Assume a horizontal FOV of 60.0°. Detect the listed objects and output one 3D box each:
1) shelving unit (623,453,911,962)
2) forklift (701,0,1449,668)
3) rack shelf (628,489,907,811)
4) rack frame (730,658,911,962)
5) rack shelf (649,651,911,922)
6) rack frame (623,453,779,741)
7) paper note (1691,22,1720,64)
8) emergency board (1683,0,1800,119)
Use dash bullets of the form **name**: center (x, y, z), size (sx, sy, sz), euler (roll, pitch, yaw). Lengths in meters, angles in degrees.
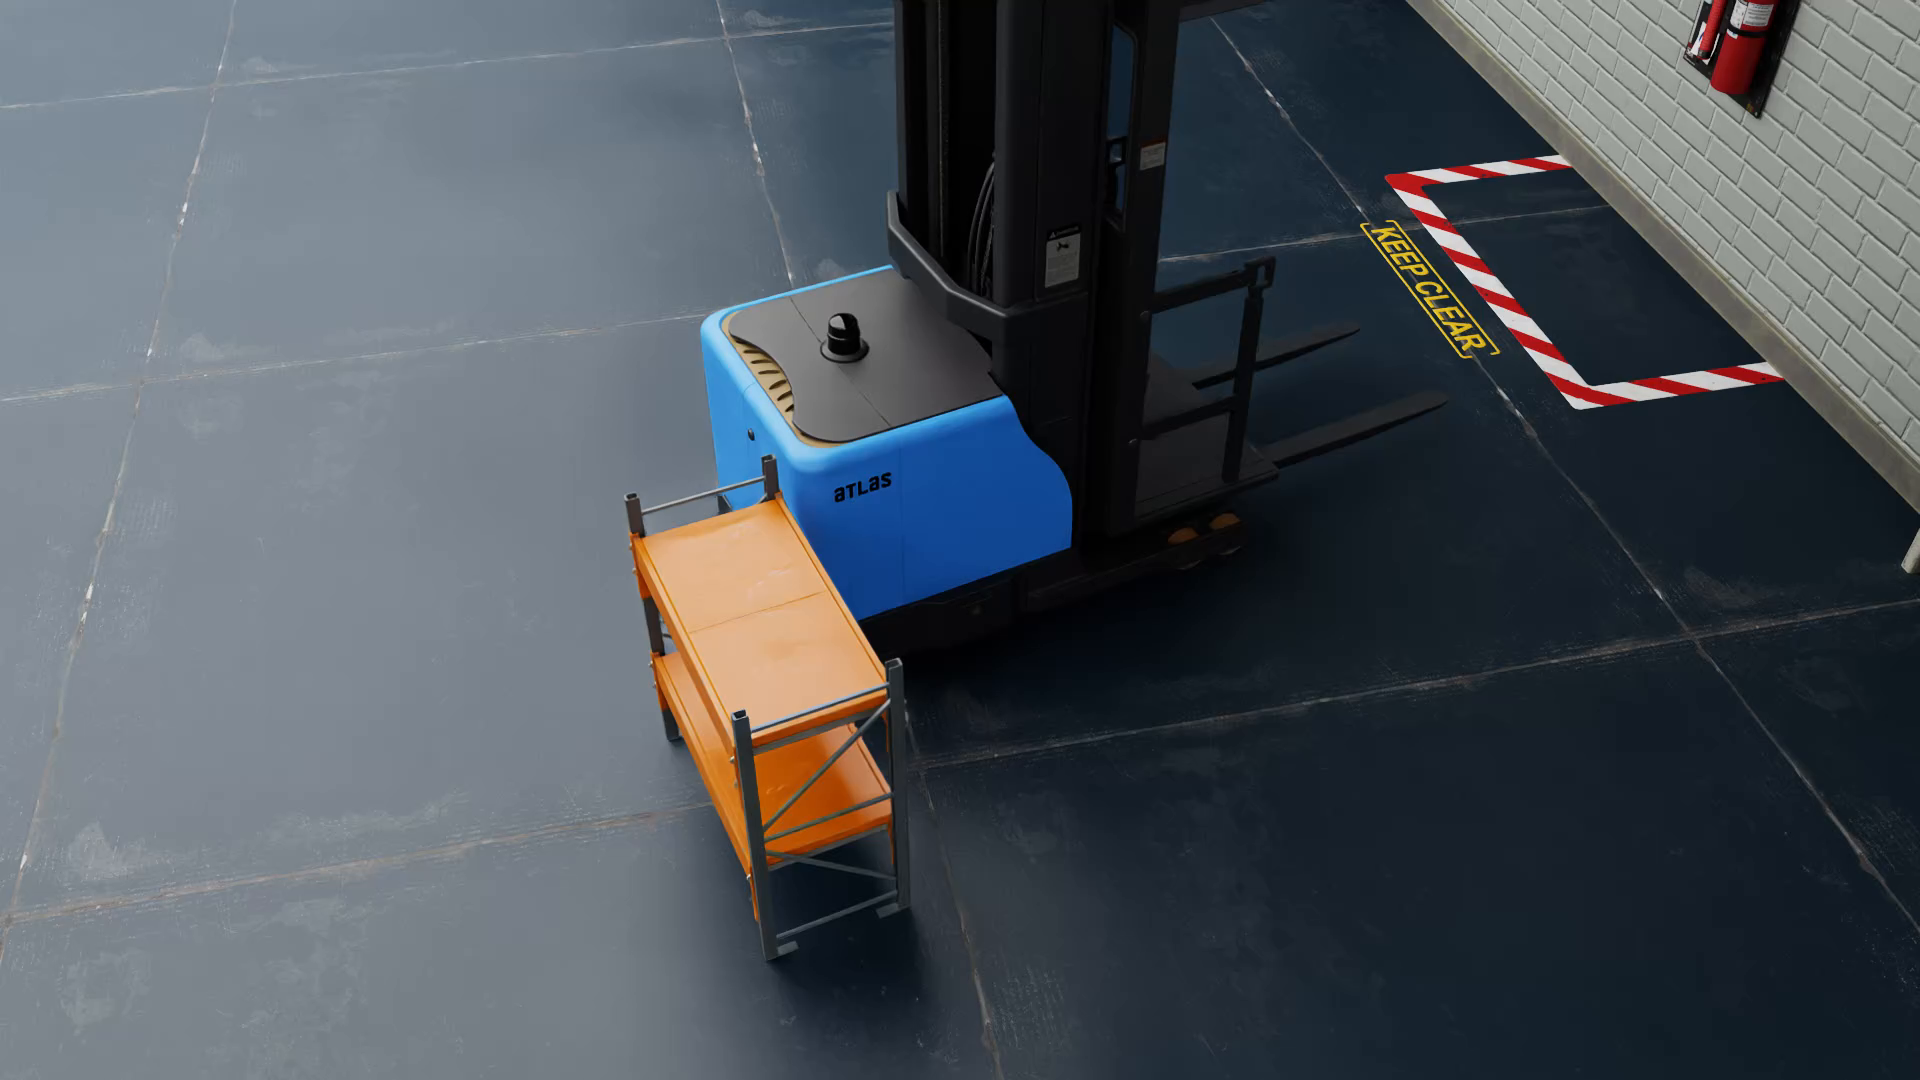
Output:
- **shelving unit**: center (-0.608, 0.525, 5.311), size (0.538, 1.125, 1.048), euler (-17, 44, -18)
- **forklift**: center (0.590, -1.274, 5.977), size (3.031, 2.935, 1.130), euler (-19, 45, -20)
- **rack shelf**: center (-0.608, 0.306, 5.117), size (0.538, 0.278, 1.000), euler (-17, 44, -18)
- **rack frame**: center (-0.392, 0.831, 4.967), size (0.500, 1.125, 0.032), euler (-17, 44, -18)
- **rack shelf**: center (-0.608, 0.708, 5.473), size (0.538, 0.278, 1.000), euler (-17, 44, -18)
- **rack frame**: center (-0.824, 0.220, 5.655), size (0.500, 1.125, 0.032), euler (-17, 44, -18)
- **paper note**: center (3.481, -2.321, 7.769), size (0.016, 0.148, 0.142), euler (-8, 42, -9)
- **emergency board**: center (3.451, -2.526, 7.336), size (0.194, 1.169, 0.643), euler (-8, 42, -9)
